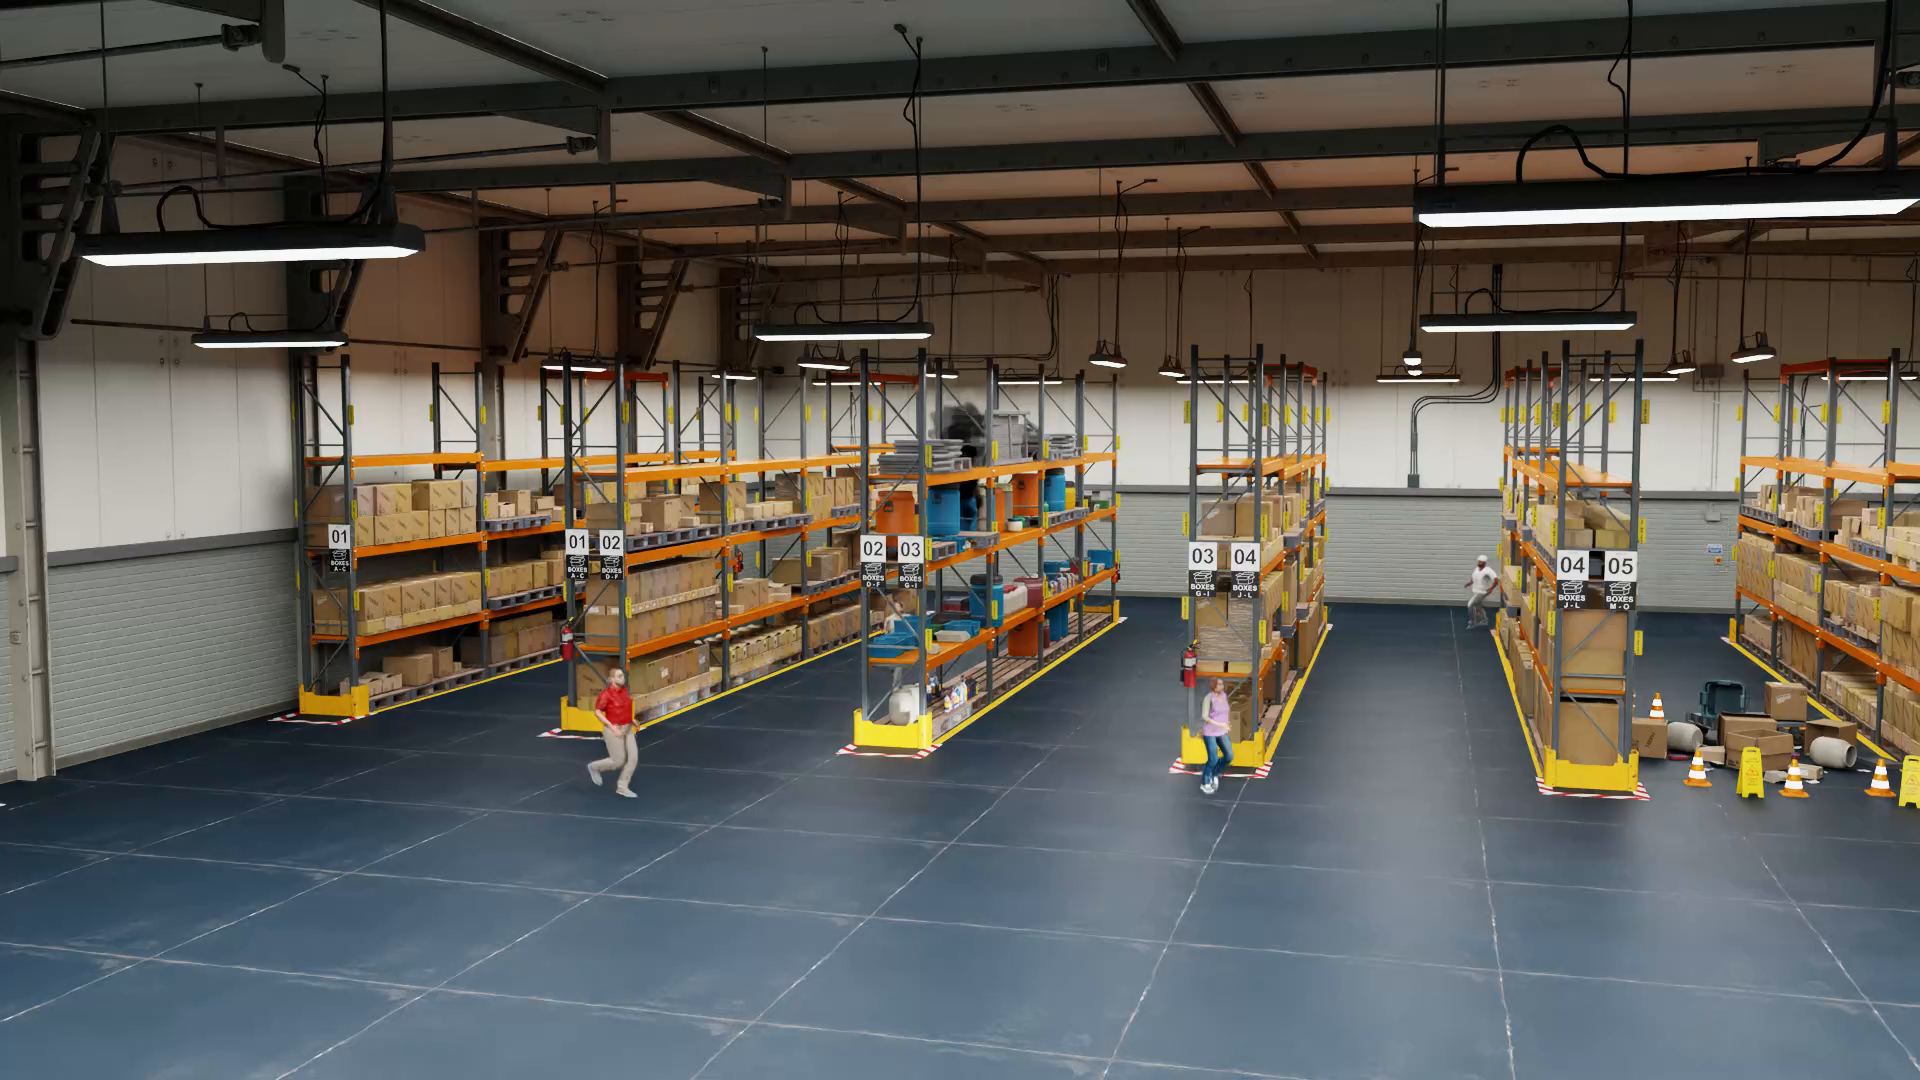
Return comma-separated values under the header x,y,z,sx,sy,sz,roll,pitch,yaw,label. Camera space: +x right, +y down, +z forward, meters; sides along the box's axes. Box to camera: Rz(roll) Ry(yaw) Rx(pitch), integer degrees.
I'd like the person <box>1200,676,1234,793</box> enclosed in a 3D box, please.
x,y,z,sx,sy,sz,roll,pitch,yaw,label
3.417,2.569,21.938,0.570,1.565,0.585,-3,5,-34,person

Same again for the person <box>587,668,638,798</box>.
x,y,z,sx,sy,sz,roll,pitch,yaw,label
-4.526,2.532,21.913,0.632,1.697,0.648,2,5,28,person

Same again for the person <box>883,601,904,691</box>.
x,y,z,sx,sy,sz,roll,pitch,yaw,label
-1.123,1.918,30.265,0.563,1.628,0.639,1,4,8,person

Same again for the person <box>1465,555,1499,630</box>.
x,y,z,sx,sy,sz,roll,pitch,yaw,label
12.137,1.239,38.761,0.685,1.782,0.762,-1,4,-11,person
